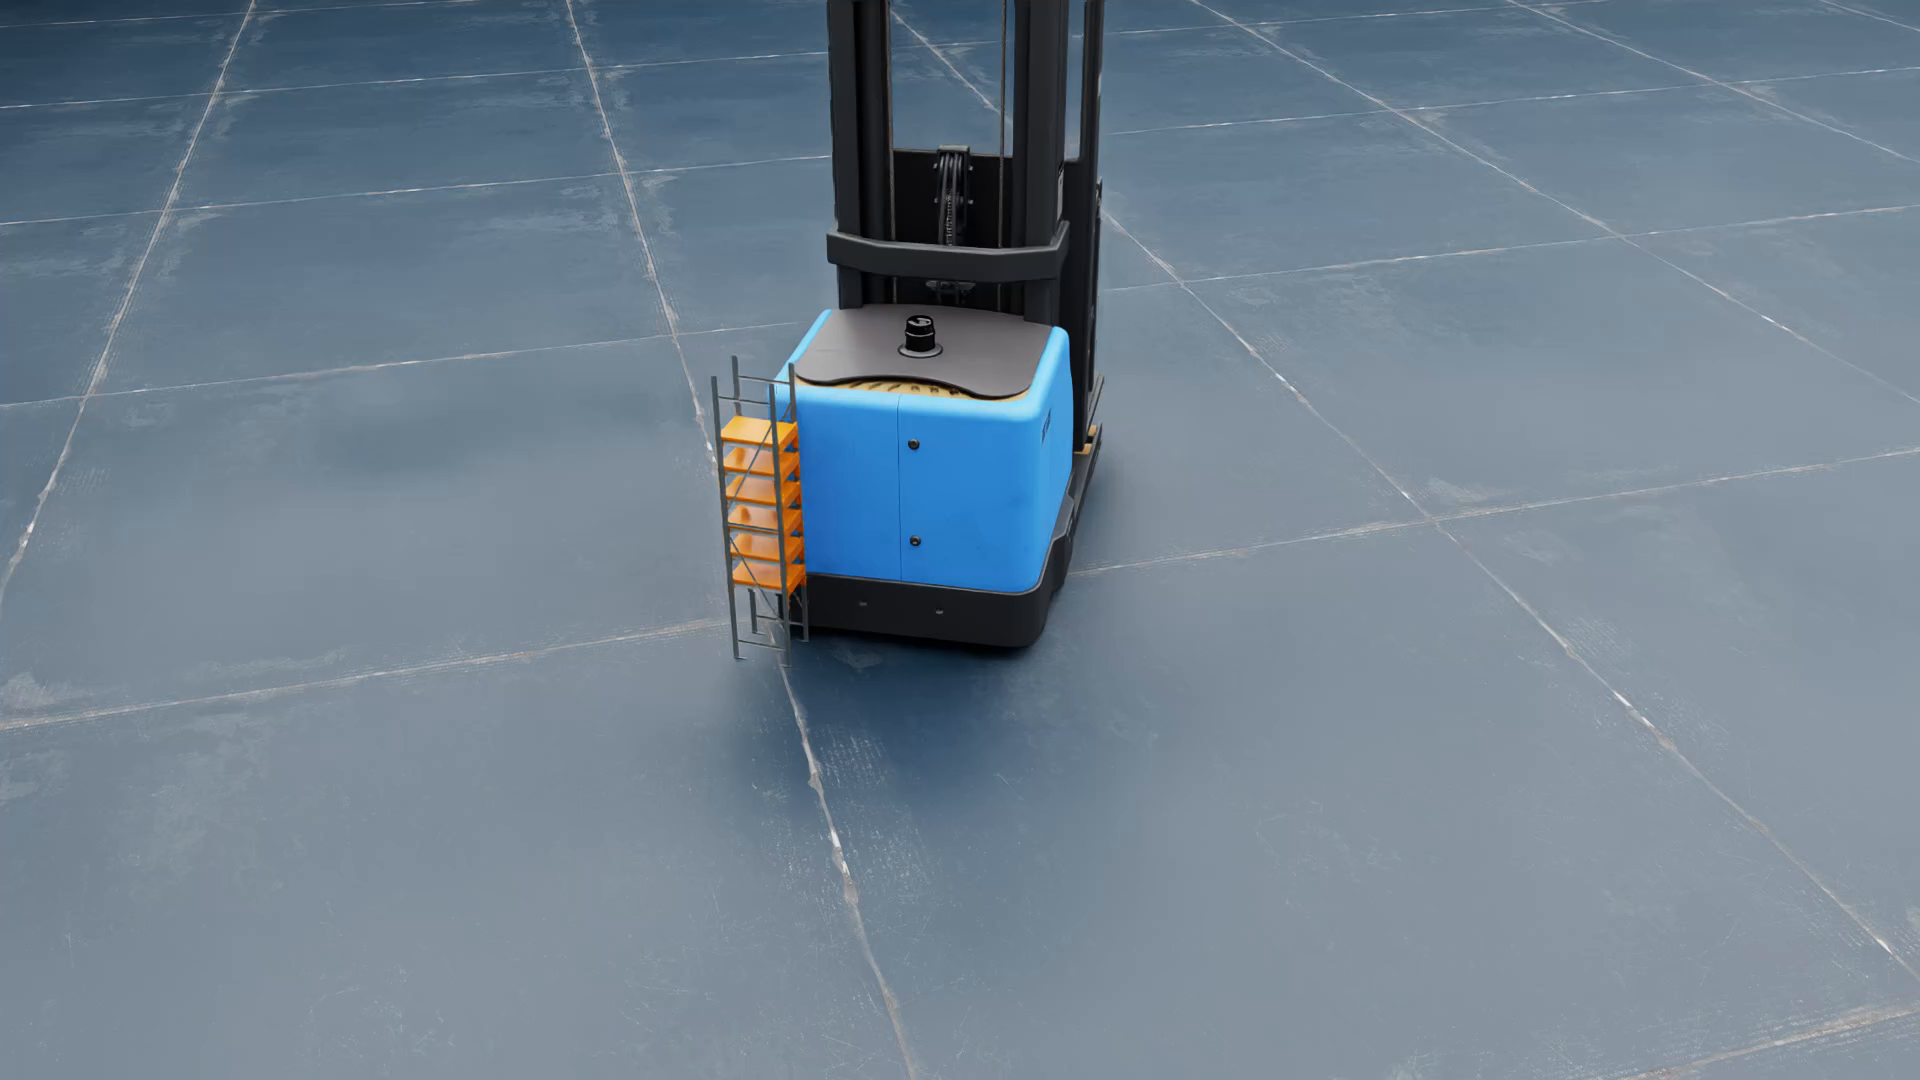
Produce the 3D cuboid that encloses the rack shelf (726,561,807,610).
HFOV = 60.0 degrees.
[{"bbox_3d":[-0.736,0.159,6.345,0.258,0.103,0.180,9,31,14],"label":"rack shelf"}]

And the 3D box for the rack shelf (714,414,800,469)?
[{"bbox_3d":[-0.736,-0.360,6.044,0.258,0.103,0.180,9,31,14],"label":"rack shelf"}]

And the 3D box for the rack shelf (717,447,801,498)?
[{"bbox_3d":[-0.736,-0.256,6.104,0.258,0.103,0.180,9,31,14],"label":"rack shelf"}]

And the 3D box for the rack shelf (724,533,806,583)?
[{"bbox_3d":[-0.736,0.055,6.285,0.258,0.103,0.180,9,31,14],"label":"rack shelf"}]

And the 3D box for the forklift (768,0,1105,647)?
[{"bbox_3d":[0.065,-1.579,7.052,1.130,2.935,3.031,6,31,10],"label":"forklift"}]

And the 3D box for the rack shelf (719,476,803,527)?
[{"bbox_3d":[-0.736,-0.152,6.164,0.258,0.103,0.180,9,31,14],"label":"rack shelf"}]

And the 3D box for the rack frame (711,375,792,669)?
[{"bbox_3d":[-0.762,-0.043,6.127,0.240,1.200,0.006,9,31,14],"label":"rack frame"}]

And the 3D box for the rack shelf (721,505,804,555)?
[{"bbox_3d":[-0.736,-0.049,6.225,0.258,0.103,0.180,9,31,14],"label":"rack shelf"}]

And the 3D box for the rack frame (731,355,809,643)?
[{"bbox_3d":[-0.709,-0.131,6.278,0.240,1.200,0.006,9,31,14],"label":"rack frame"}]

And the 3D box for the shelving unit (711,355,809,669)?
[{"bbox_3d":[-0.736,-0.087,6.202,0.258,1.200,0.189,9,31,14],"label":"shelving unit"}]
